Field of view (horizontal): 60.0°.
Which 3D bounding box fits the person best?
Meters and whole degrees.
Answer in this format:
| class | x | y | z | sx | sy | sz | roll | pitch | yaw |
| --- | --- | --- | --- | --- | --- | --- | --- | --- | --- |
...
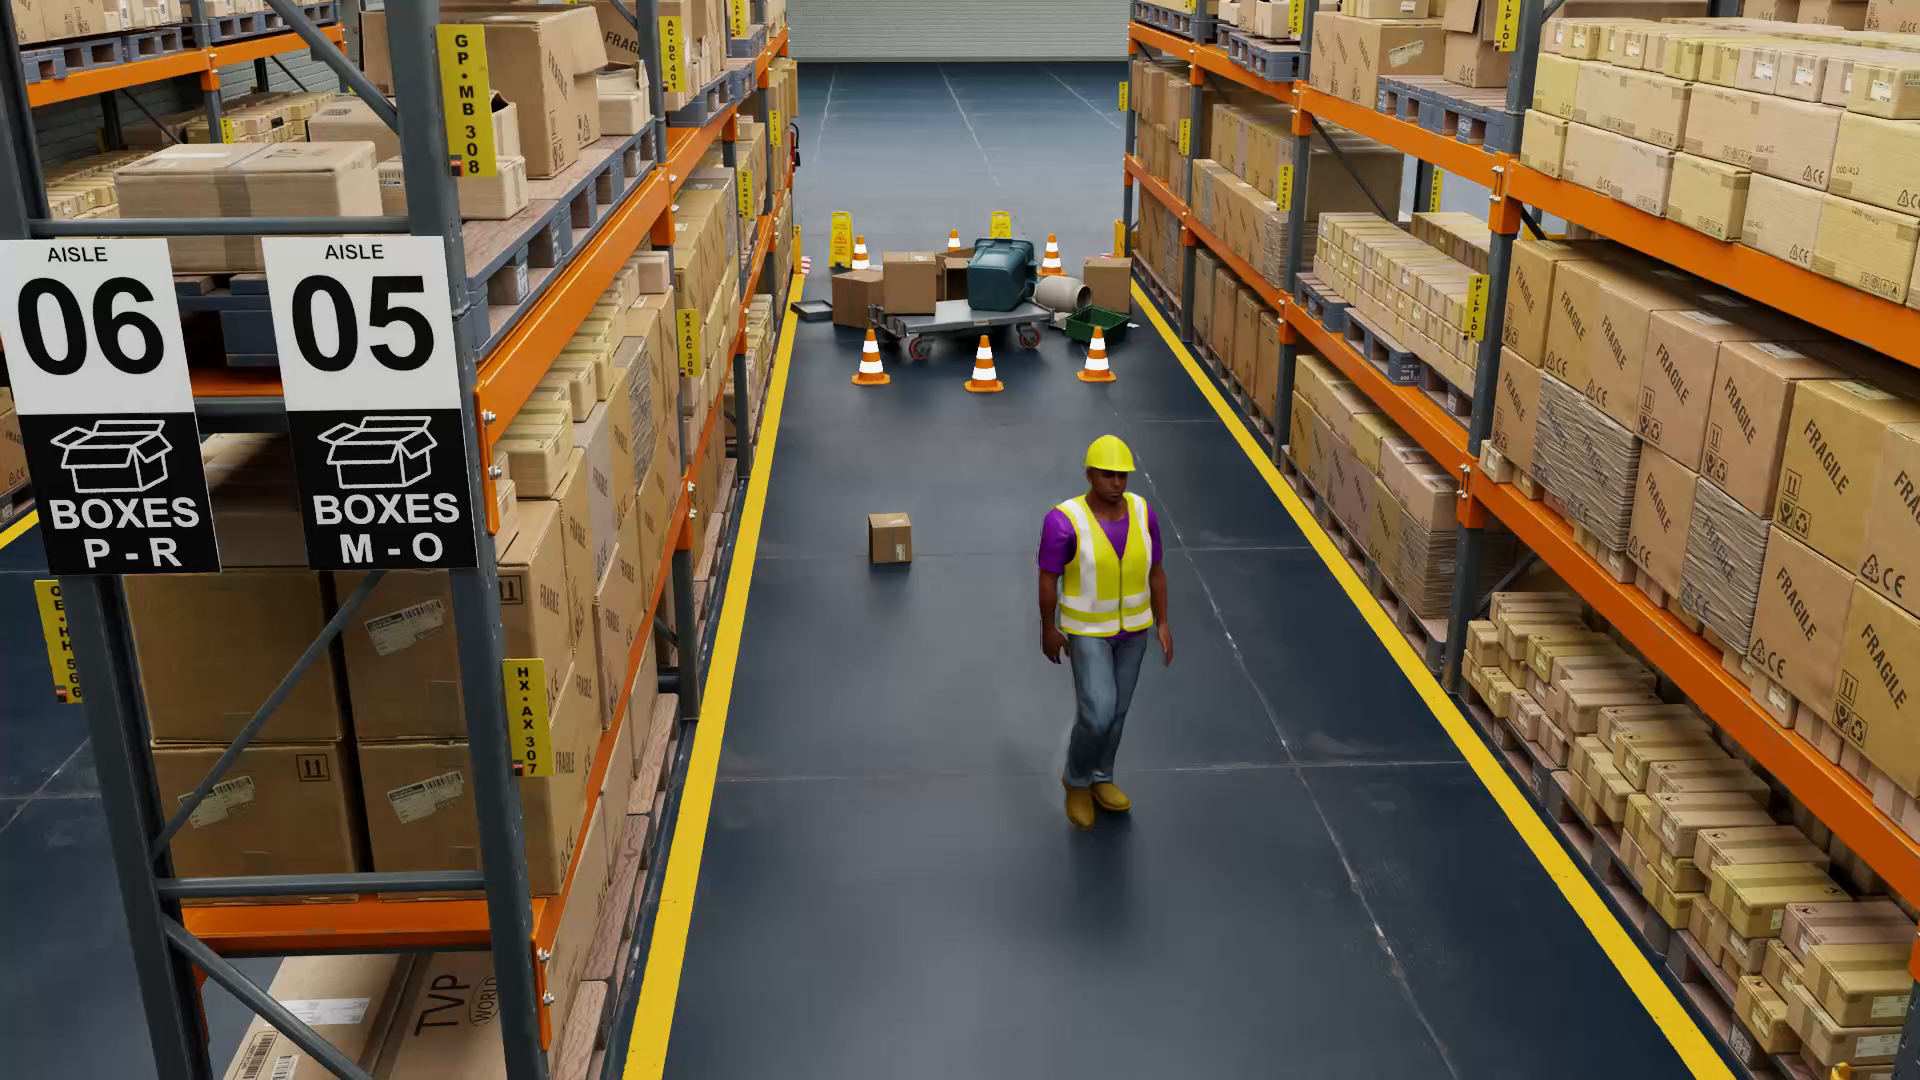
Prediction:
| class | x | y | z | sx | sy | sz | roll | pitch | yaw |
| --- | --- | --- | --- | --- | --- | --- | --- | --- | --- |
| person | 0.669 | 0.428 | 7.360 | 0.568 | 1.799 | 0.476 | -9 | 22 | -22 |
